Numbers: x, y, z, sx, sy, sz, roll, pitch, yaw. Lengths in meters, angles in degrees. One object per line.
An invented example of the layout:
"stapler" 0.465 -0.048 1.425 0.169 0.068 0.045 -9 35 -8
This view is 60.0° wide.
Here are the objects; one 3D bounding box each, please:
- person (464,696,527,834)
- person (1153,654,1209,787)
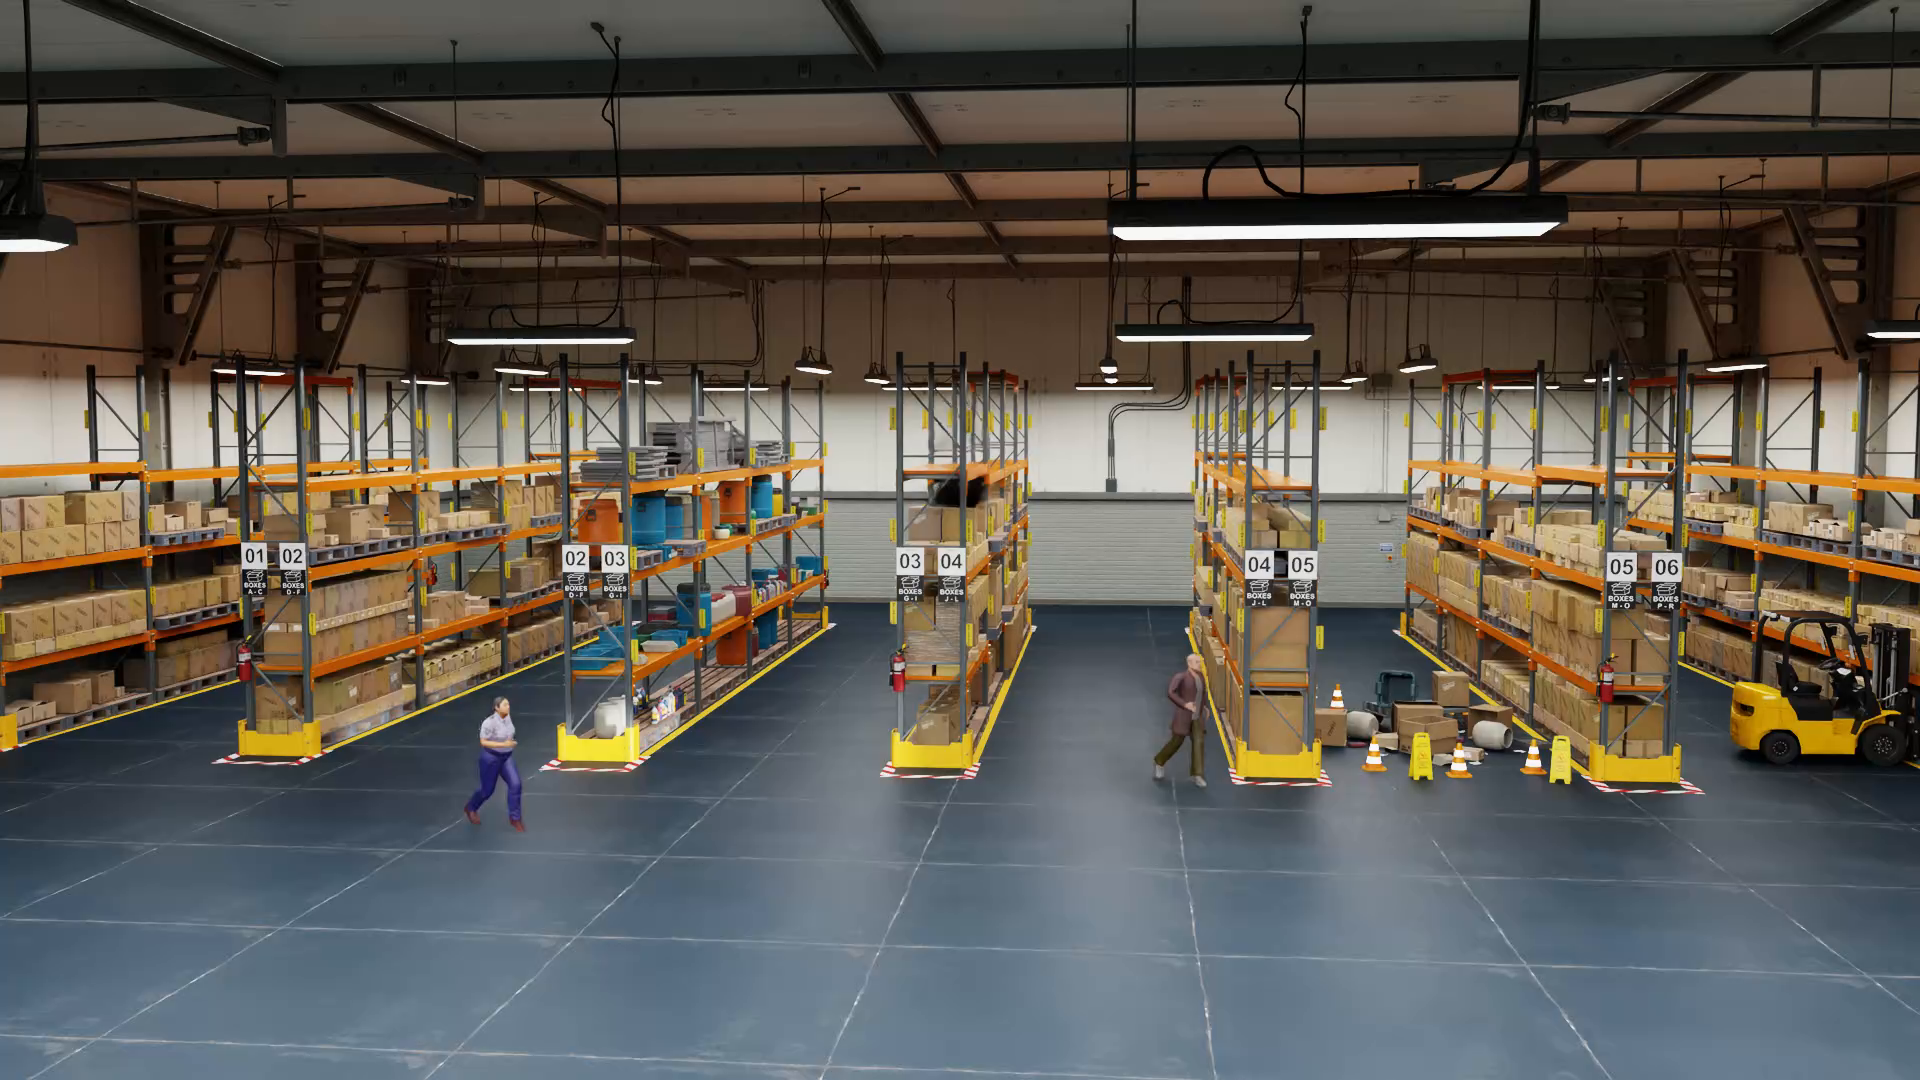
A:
"person" -5.709 2.743 20.405 0.936 1.685 0.627 2 4 25
"person" 3.211 2.470 23.098 0.766 1.761 1.038 -2 5 -30
